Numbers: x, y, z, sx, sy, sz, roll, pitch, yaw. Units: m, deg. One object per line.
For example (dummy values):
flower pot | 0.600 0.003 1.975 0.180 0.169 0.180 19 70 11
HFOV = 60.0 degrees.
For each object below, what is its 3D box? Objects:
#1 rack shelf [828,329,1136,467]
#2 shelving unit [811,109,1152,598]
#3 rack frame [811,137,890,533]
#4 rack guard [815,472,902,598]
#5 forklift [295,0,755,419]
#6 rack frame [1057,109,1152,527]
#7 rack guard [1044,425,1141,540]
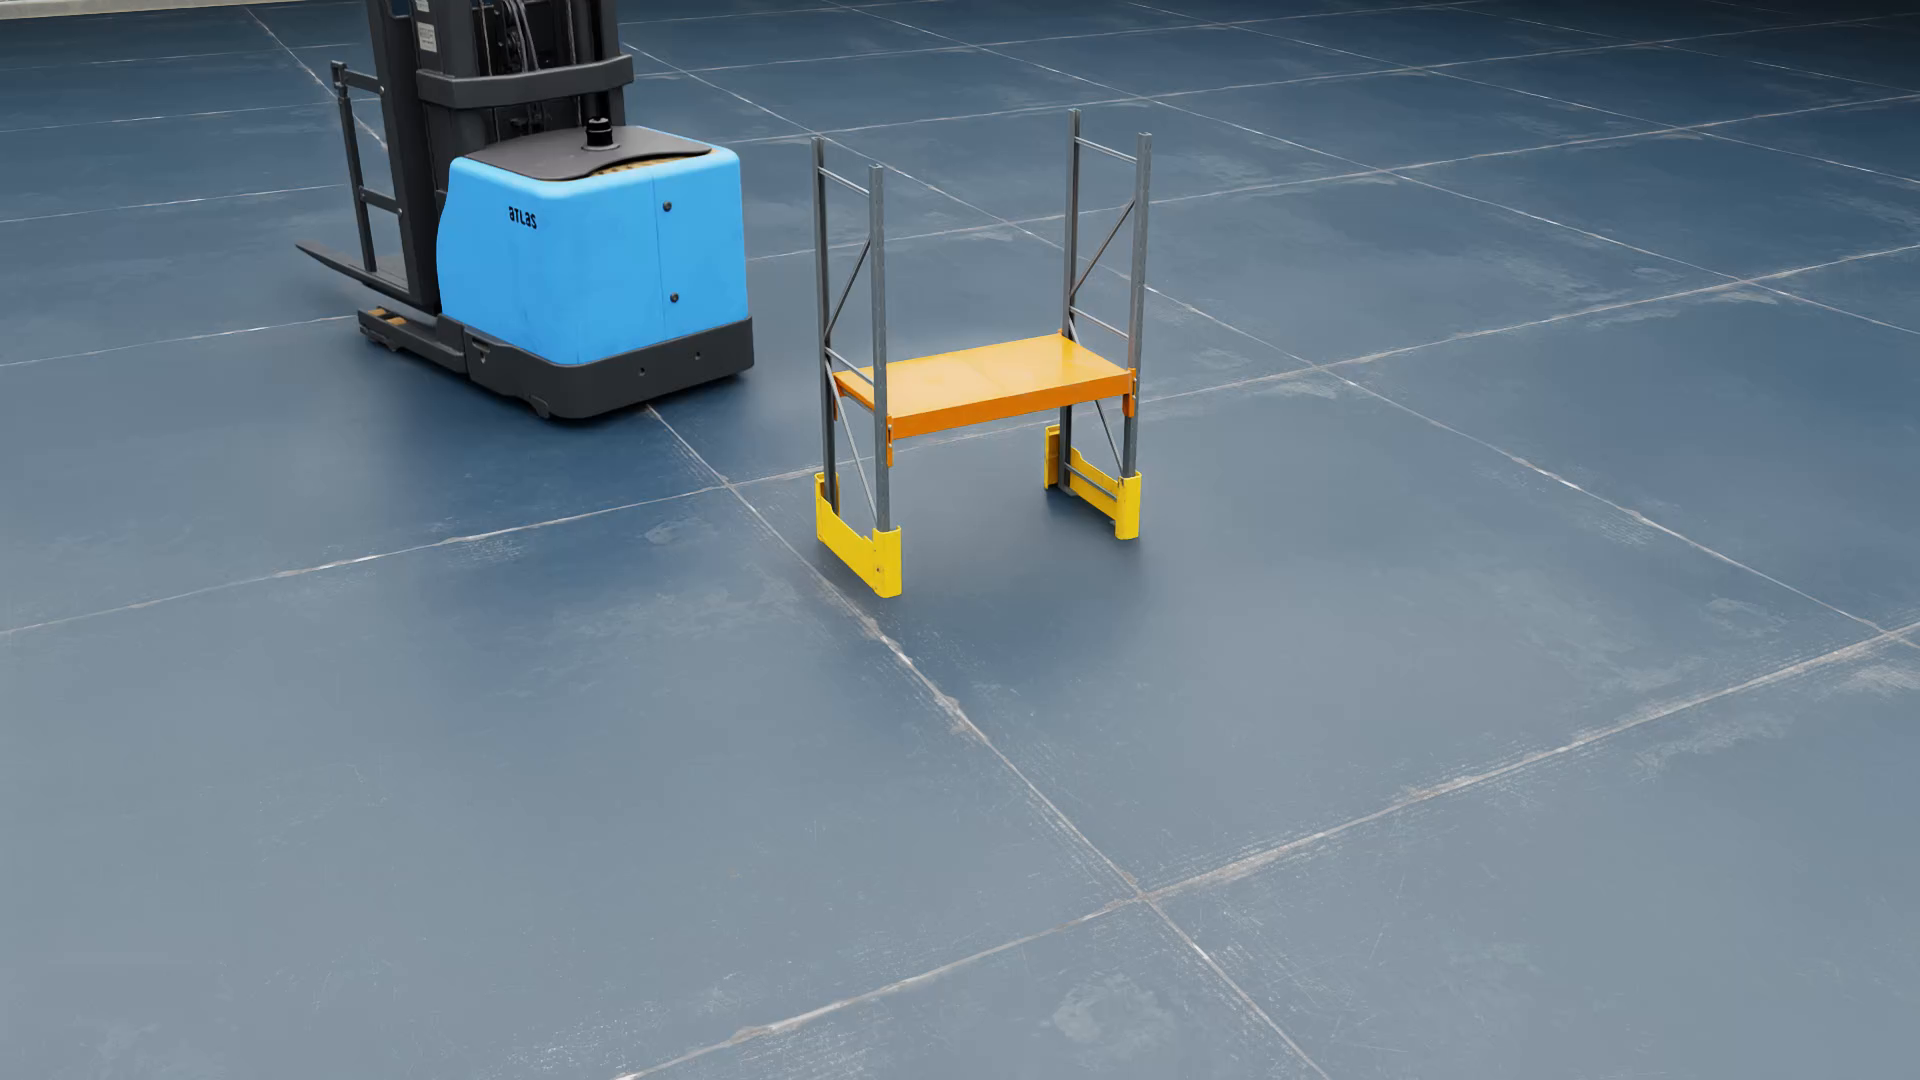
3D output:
rack shelf | 0.075 -0.531 6.039 1.000 0.185 0.538 -13 29 -25
shelving unit | 0.067 -0.692 5.958 1.083 1.500 0.587 -13 29 -25
rack frame | -0.373 -0.590 5.746 0.032 1.500 0.500 -13 29 -25
rack guard | -0.372 -0.027 6.017 0.087 0.250 0.587 -13 29 -25
forklift | -2.355 -2.386 7.834 1.130 2.935 3.031 -23 34 -39
rack frame | 0.524 -0.797 6.177 0.032 1.500 0.500 -13 29 -25
rack guard | 0.507 -0.230 6.439 0.087 0.250 0.587 -13 29 -25
